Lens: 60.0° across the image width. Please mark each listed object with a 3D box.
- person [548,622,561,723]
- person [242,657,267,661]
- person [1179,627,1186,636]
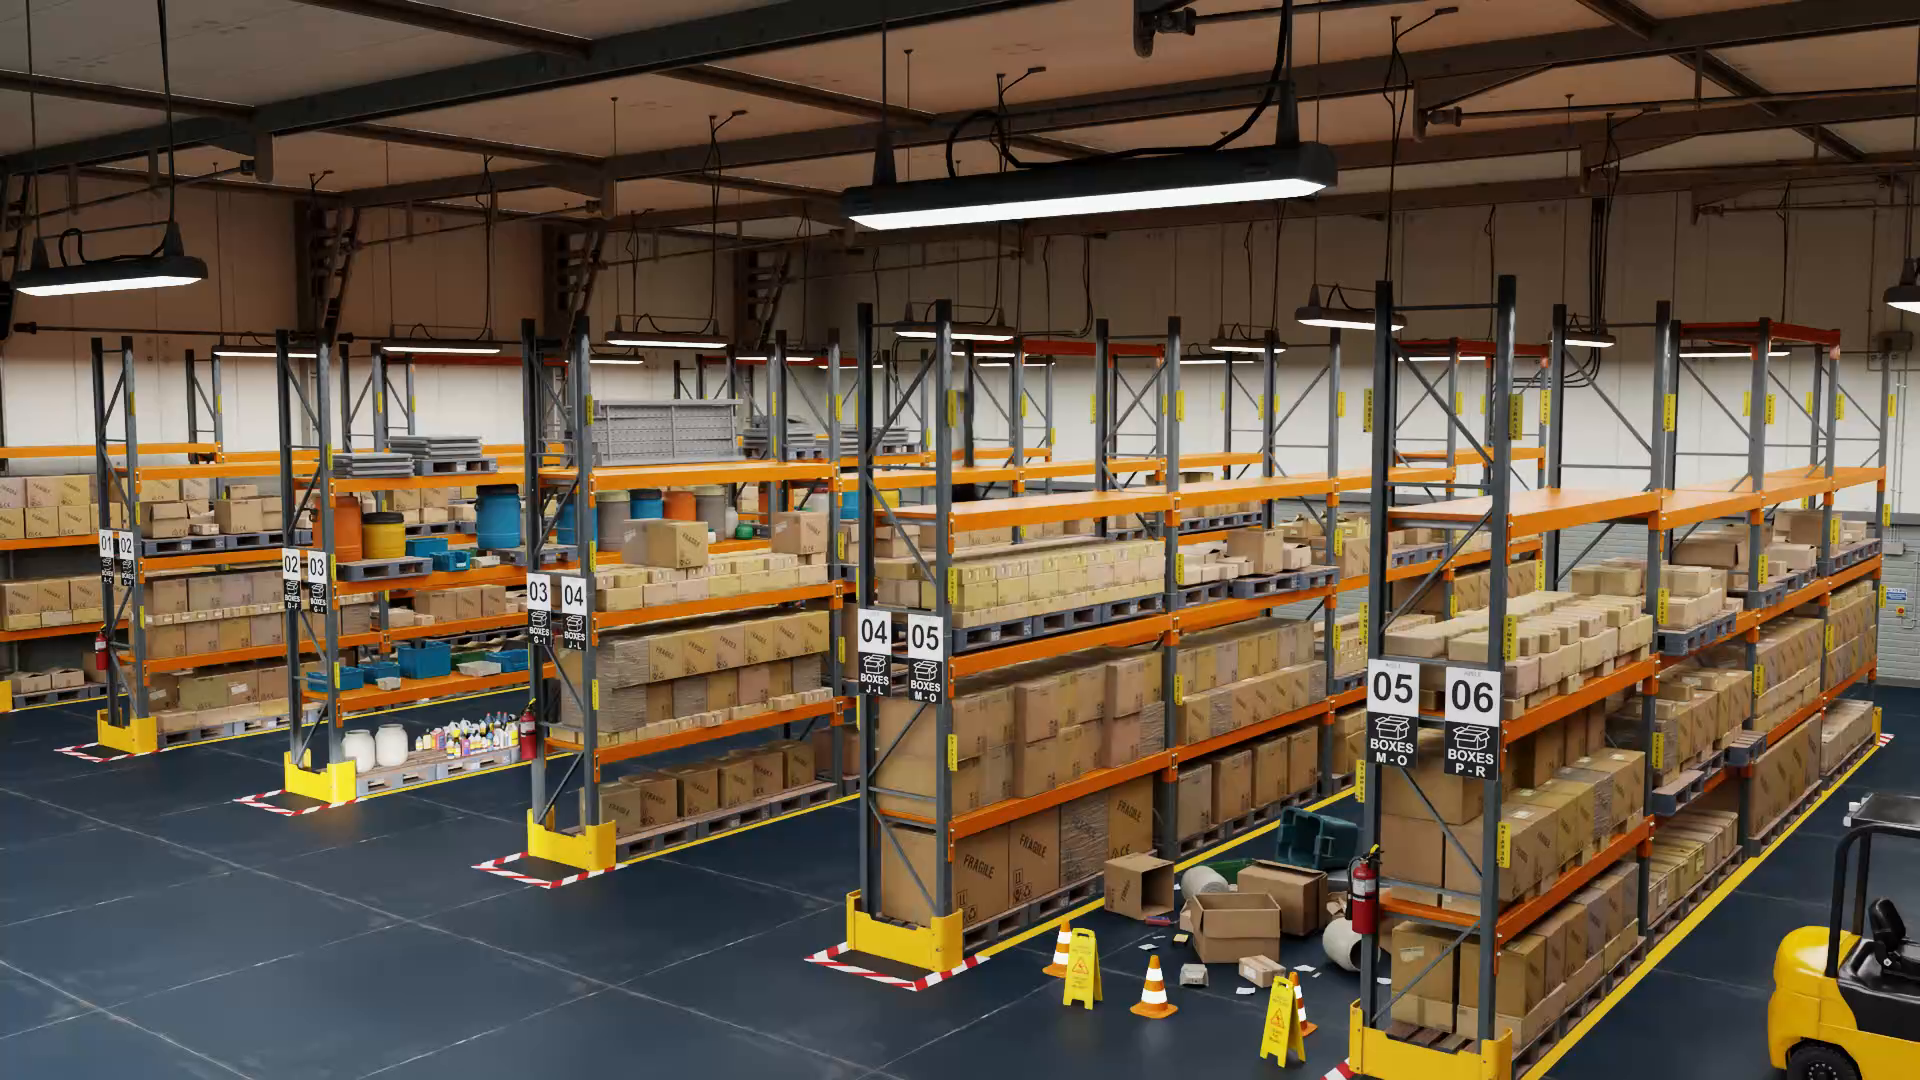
[{"bbox_3d":[-6.380,2.086,26.164,0.562,1.609,0.569,3,6,31],"label":"person"},{"bbox_3d":[-11.641,1.914,27.446,0.664,1.737,0.595,3,6,28],"label":"person"},{"bbox_3d":[3.306,2.056,25.332,0.689,1.787,0.912,3,6,28],"label":"person"}]
